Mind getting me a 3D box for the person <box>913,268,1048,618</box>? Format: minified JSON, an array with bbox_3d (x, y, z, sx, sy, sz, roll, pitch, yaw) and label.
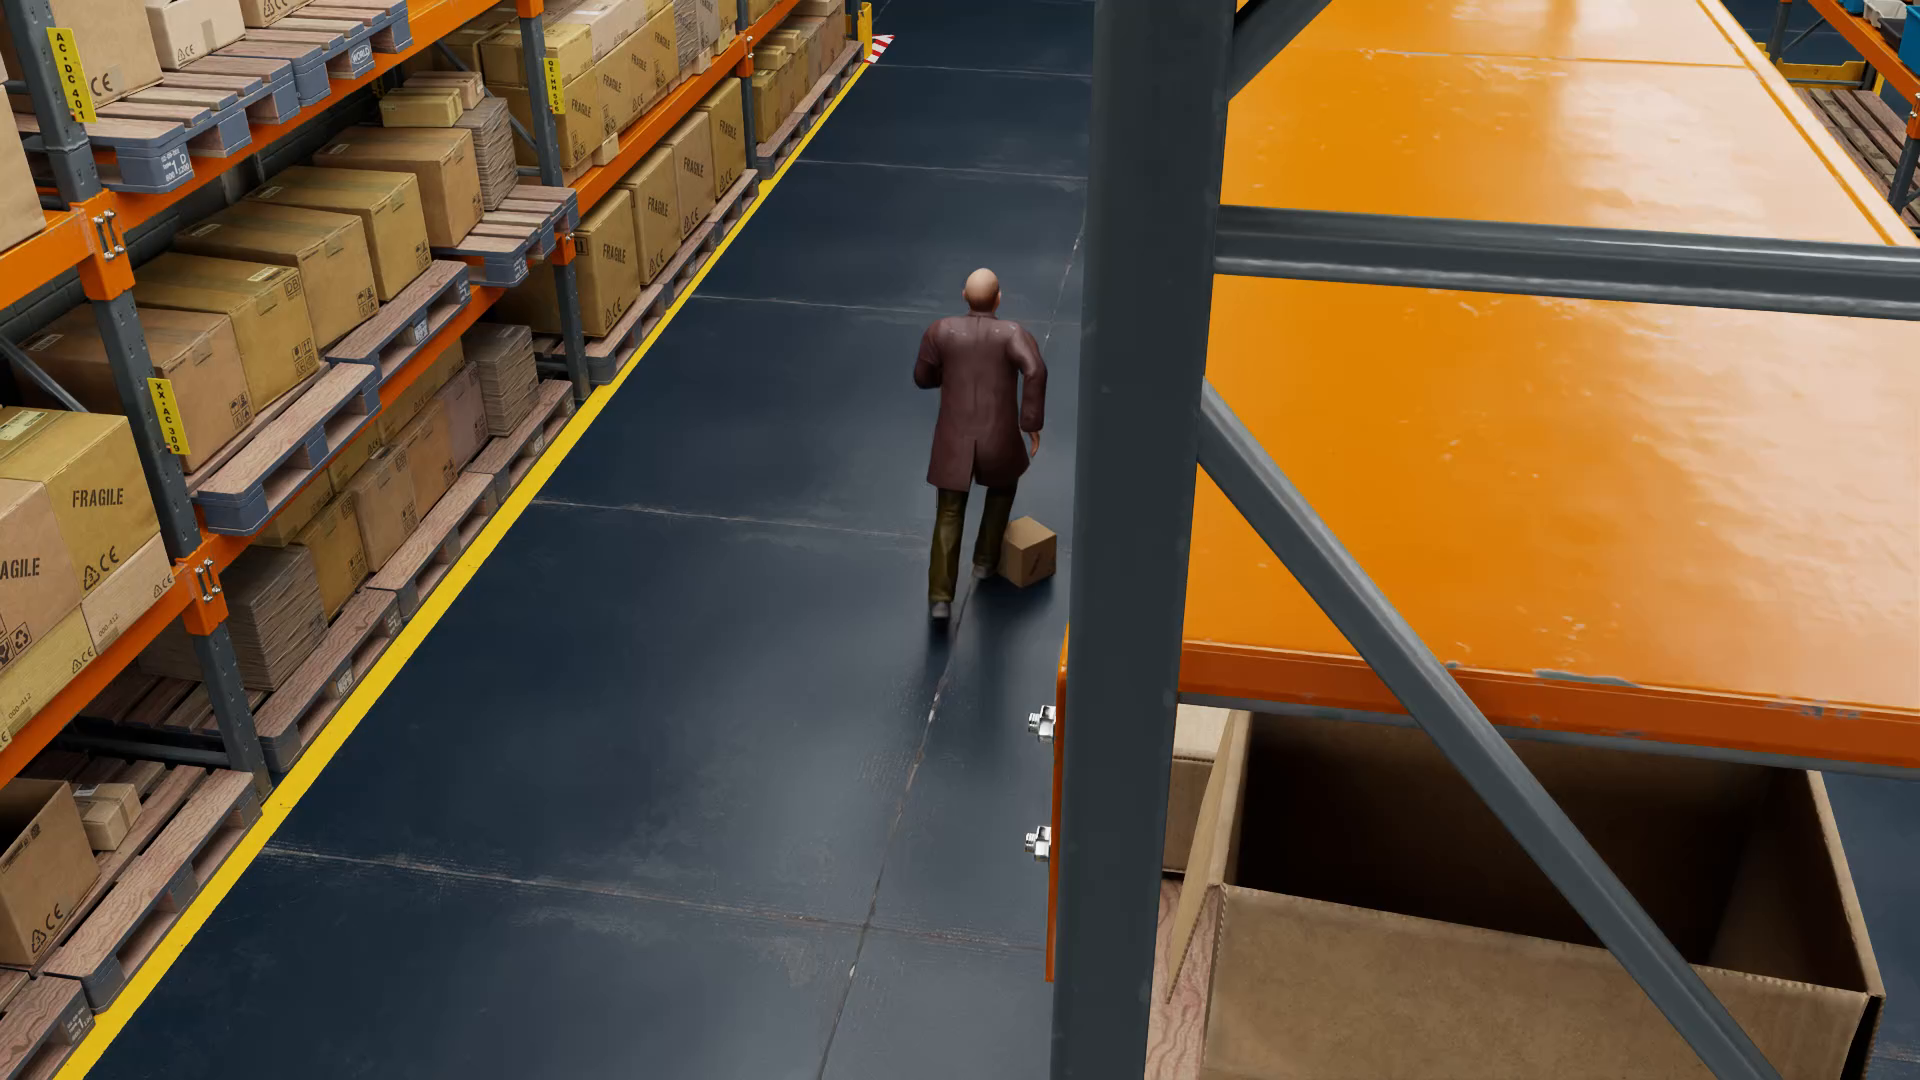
[{"bbox_3d":[0.092,-0.477,8.483,0.692,1.722,1.044,2,32,4],"label":"person"}]
